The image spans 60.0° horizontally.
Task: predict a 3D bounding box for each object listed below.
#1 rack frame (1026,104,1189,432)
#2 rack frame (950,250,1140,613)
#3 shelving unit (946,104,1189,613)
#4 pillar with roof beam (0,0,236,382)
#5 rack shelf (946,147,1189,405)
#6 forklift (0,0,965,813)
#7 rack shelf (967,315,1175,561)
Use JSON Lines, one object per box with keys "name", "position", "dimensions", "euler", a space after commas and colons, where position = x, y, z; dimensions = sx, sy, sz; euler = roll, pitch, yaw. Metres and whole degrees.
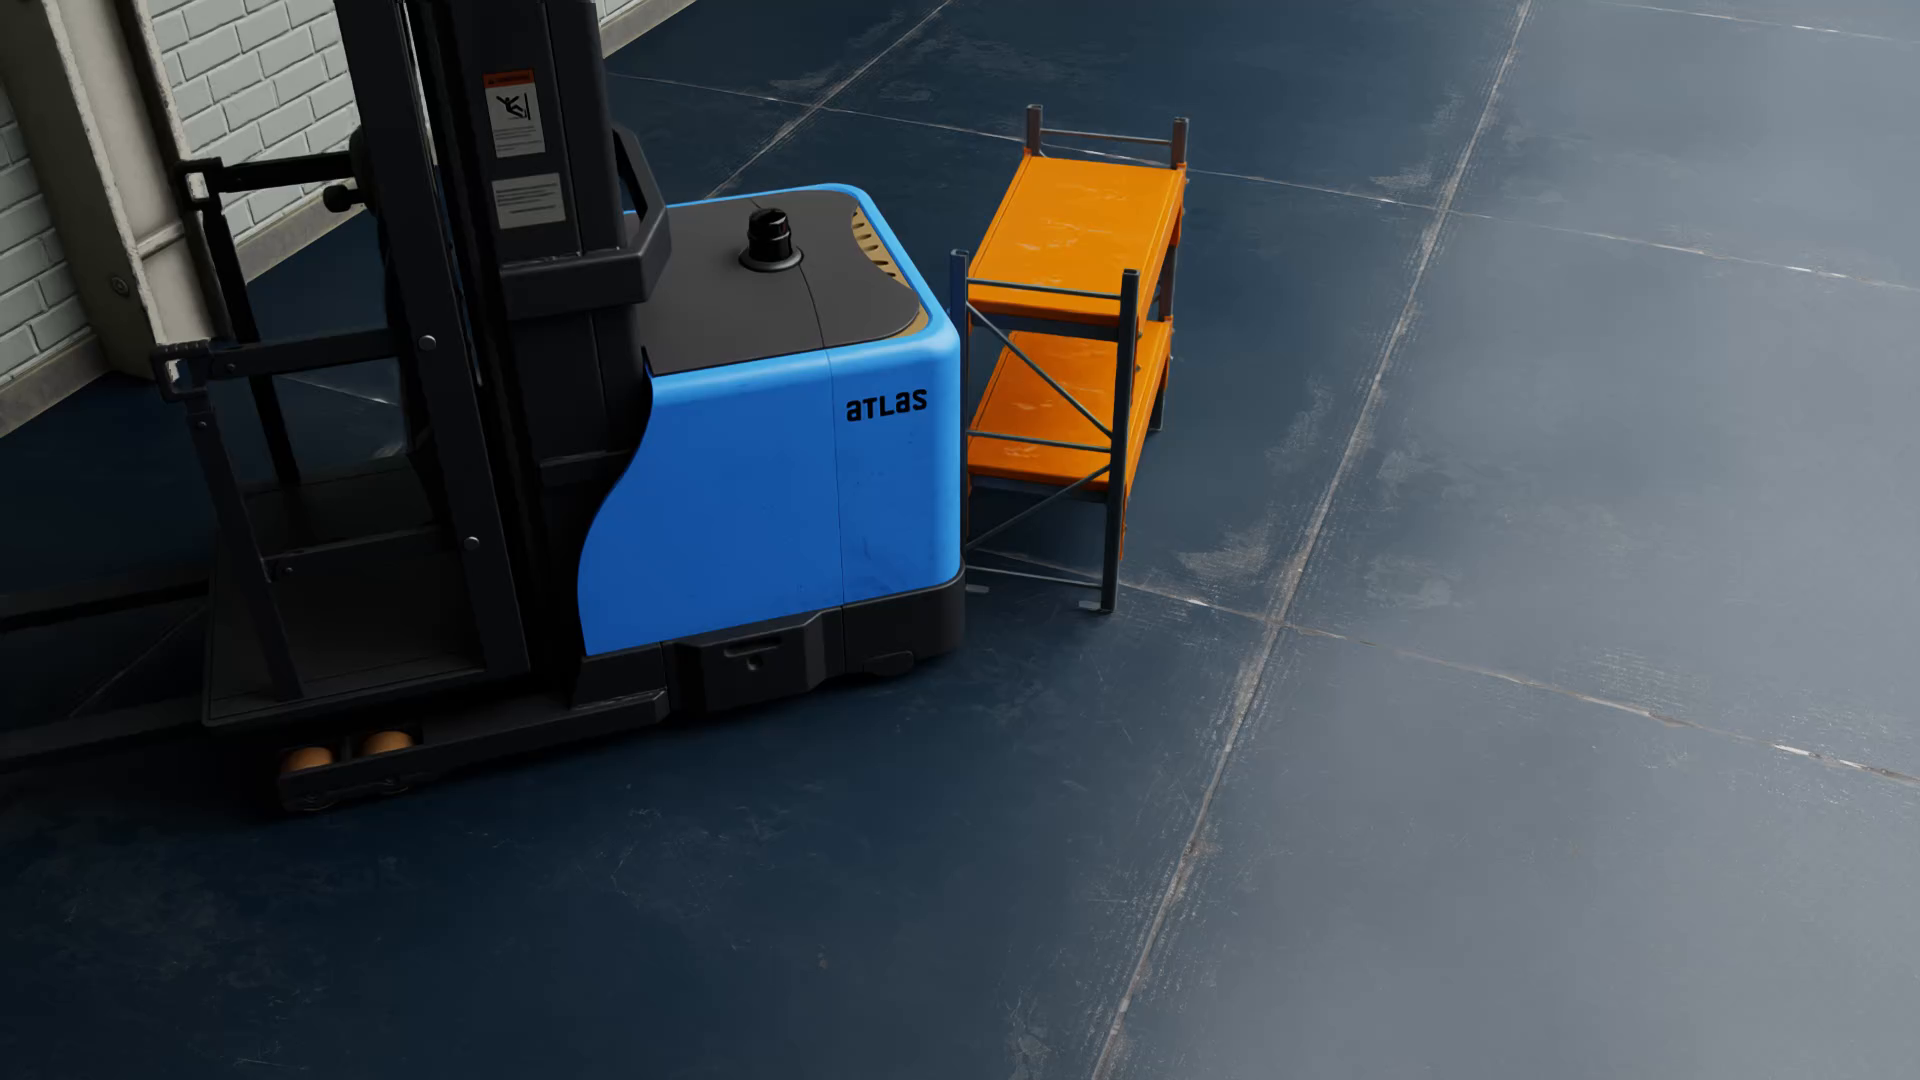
{"name": "rack frame", "position": [0.455, -0.867, 5.471], "dimensions": [0.500, 1.125, 0.032], "euler": [8, 38, 11]}
{"name": "rack frame", "position": [0.221, -0.275, 4.678], "dimensions": [0.500, 1.125, 0.032], "euler": [8, 38, 11]}
{"name": "shelving unit", "position": [0.338, -0.571, 5.075], "dimensions": [0.538, 1.125, 1.048], "euler": [8, 38, 11]}
{"name": "pillar with roof beam", "position": [1.057, -3.333, 2.192], "dimensions": [9.100, 9.000, 0.400], "euler": [14, 39, 18]}
{"name": "rack shelf", "position": [0.338, -0.806, 4.899], "dimensions": [0.538, 0.278, 1.000], "euler": [8, 38, 11]}
{"name": "forklift", "position": [-1.561, -0.828, 3.910], "dimensions": [3.031, 2.935, 1.130], "euler": [-11, 38, -14]}
{"name": "rack shelf", "position": [0.338, -0.375, 5.221], "dimensions": [0.538, 0.278, 1.000], "euler": [8, 38, 11]}
